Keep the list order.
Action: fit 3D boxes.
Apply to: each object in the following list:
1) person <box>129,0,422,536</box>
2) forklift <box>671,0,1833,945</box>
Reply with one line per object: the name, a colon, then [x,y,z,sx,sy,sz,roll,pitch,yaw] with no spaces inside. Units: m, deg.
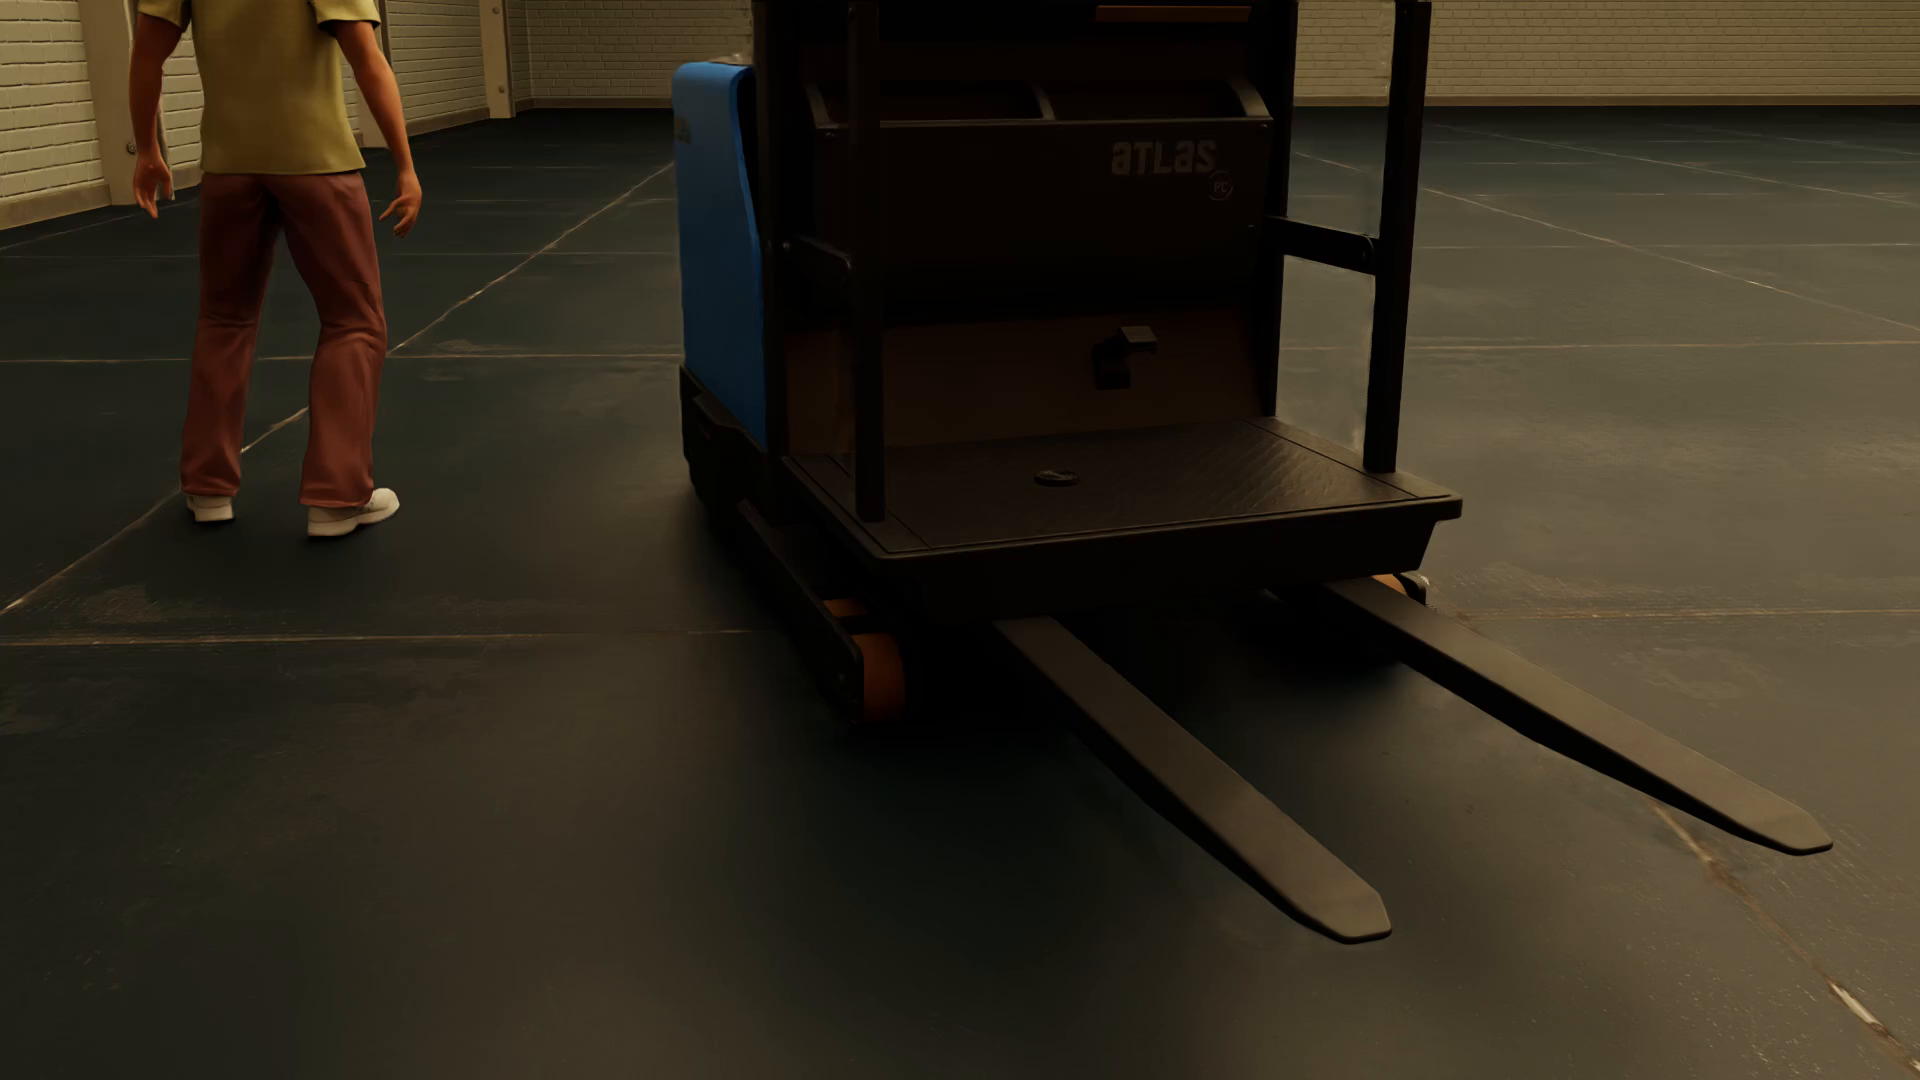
person: [-1.590,-0.836,3.844,0.759,1.648,0.366,1,17,4]
forklift: [0.229,-1.213,2.874,1.130,2.935,3.031,-6,18,-18]
